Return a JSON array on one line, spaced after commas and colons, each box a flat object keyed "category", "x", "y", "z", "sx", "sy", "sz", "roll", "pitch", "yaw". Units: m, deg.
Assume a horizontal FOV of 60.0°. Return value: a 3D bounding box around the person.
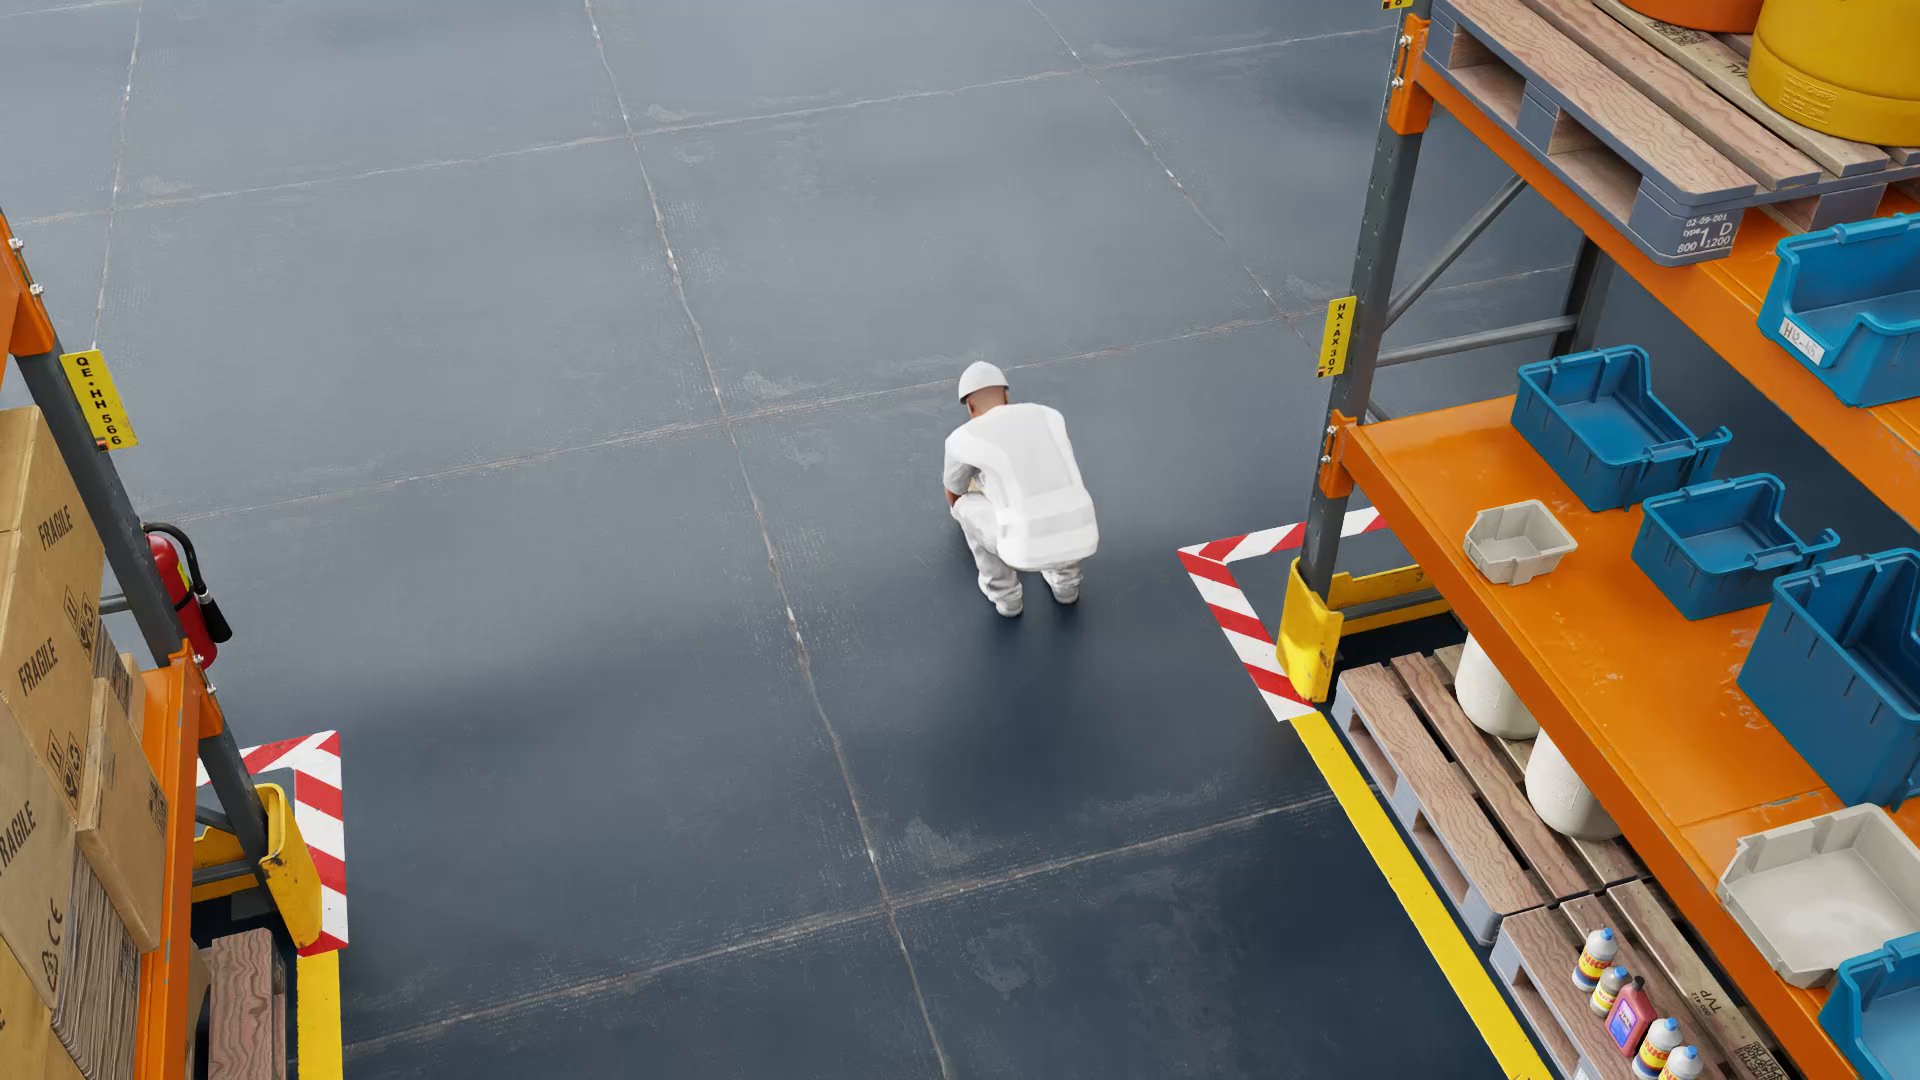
[{"category": "person", "x": 0.238, "y": -0.192, "z": 7.048, "sx": 0.580, "sy": 0.880, "sz": 0.906, "roll": -12, "pitch": 43, "yaw": -13}]
